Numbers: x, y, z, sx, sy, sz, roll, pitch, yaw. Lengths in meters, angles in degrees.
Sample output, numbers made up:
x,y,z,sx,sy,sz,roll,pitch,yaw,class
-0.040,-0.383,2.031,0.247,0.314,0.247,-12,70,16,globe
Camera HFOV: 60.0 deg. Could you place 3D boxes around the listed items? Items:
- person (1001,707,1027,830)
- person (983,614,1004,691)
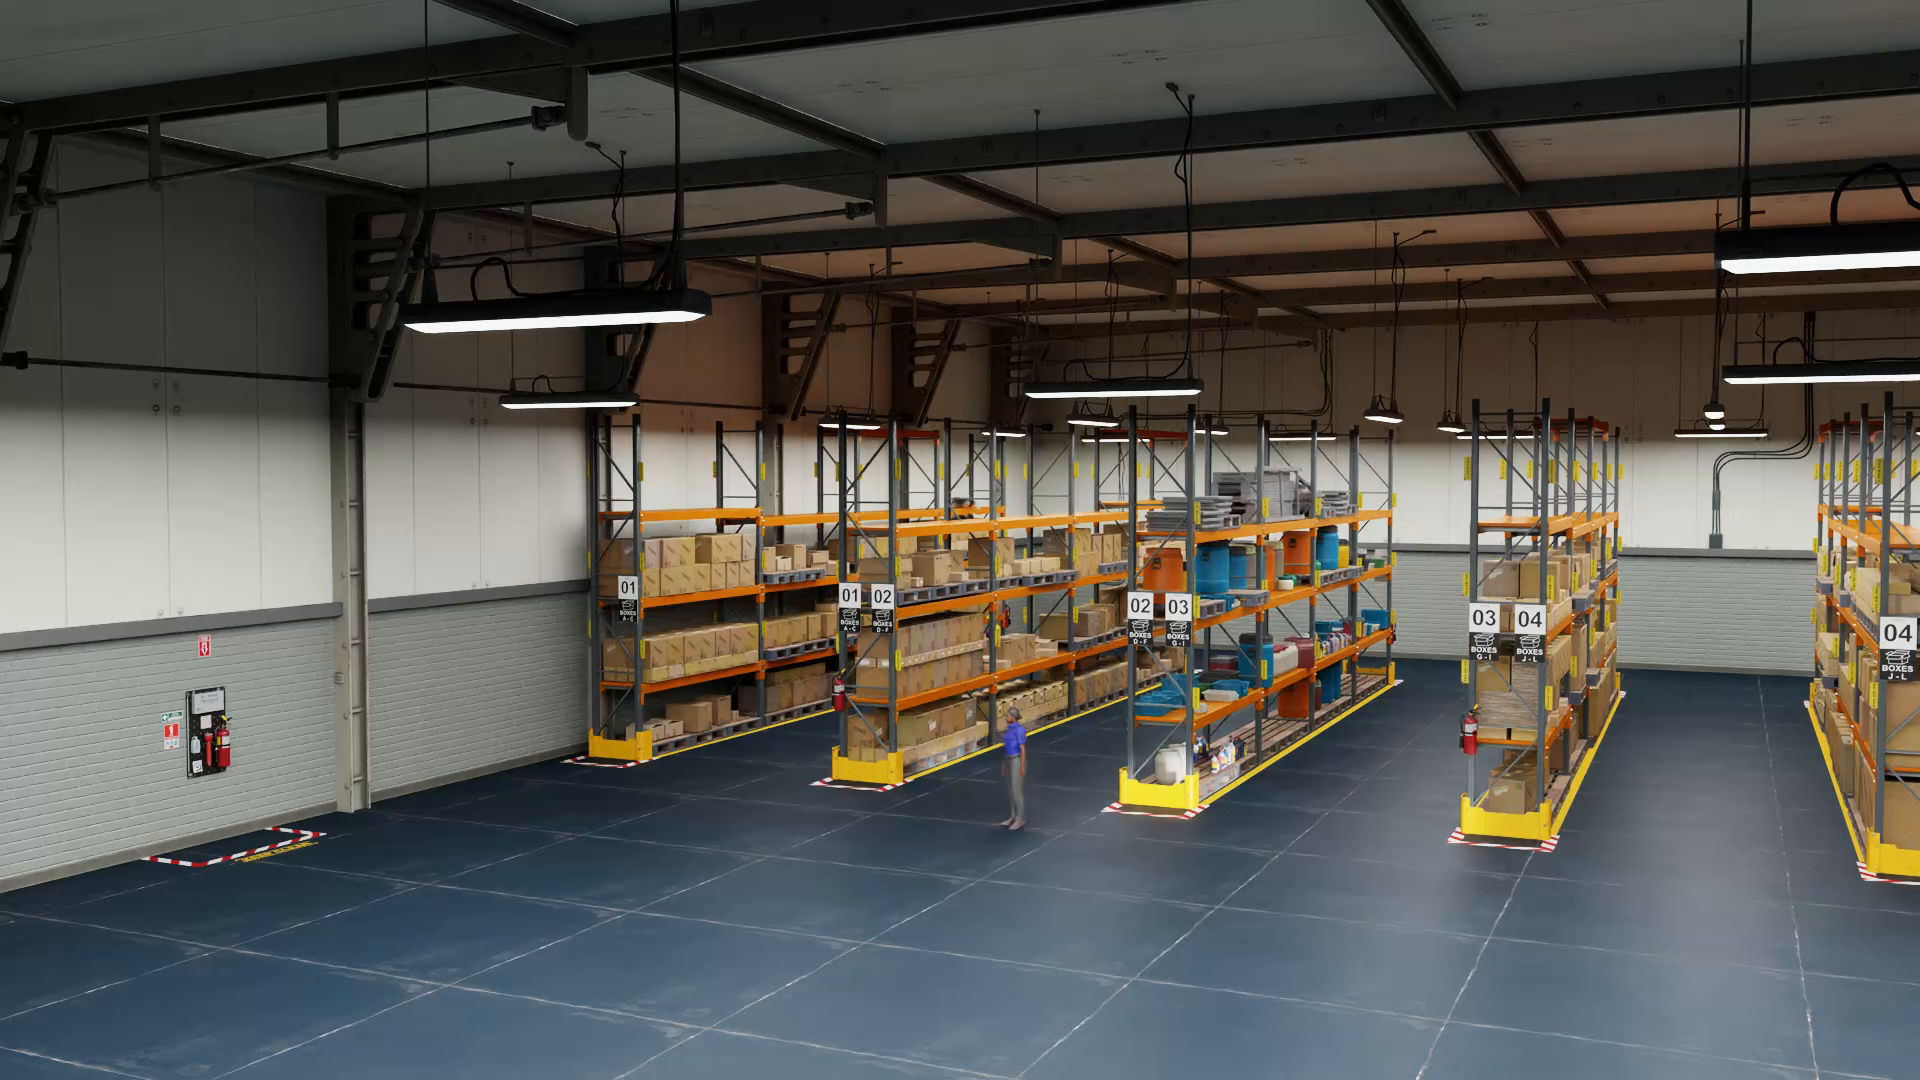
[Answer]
x,y,z,sx,sy,sz,roll,pitch,yaw,class
0.747,3.219,23.518,0.350,1.703,0.530,-1,3,-23,person
0.756,2.552,37.801,0.409,1.779,0.618,1,2,19,person
